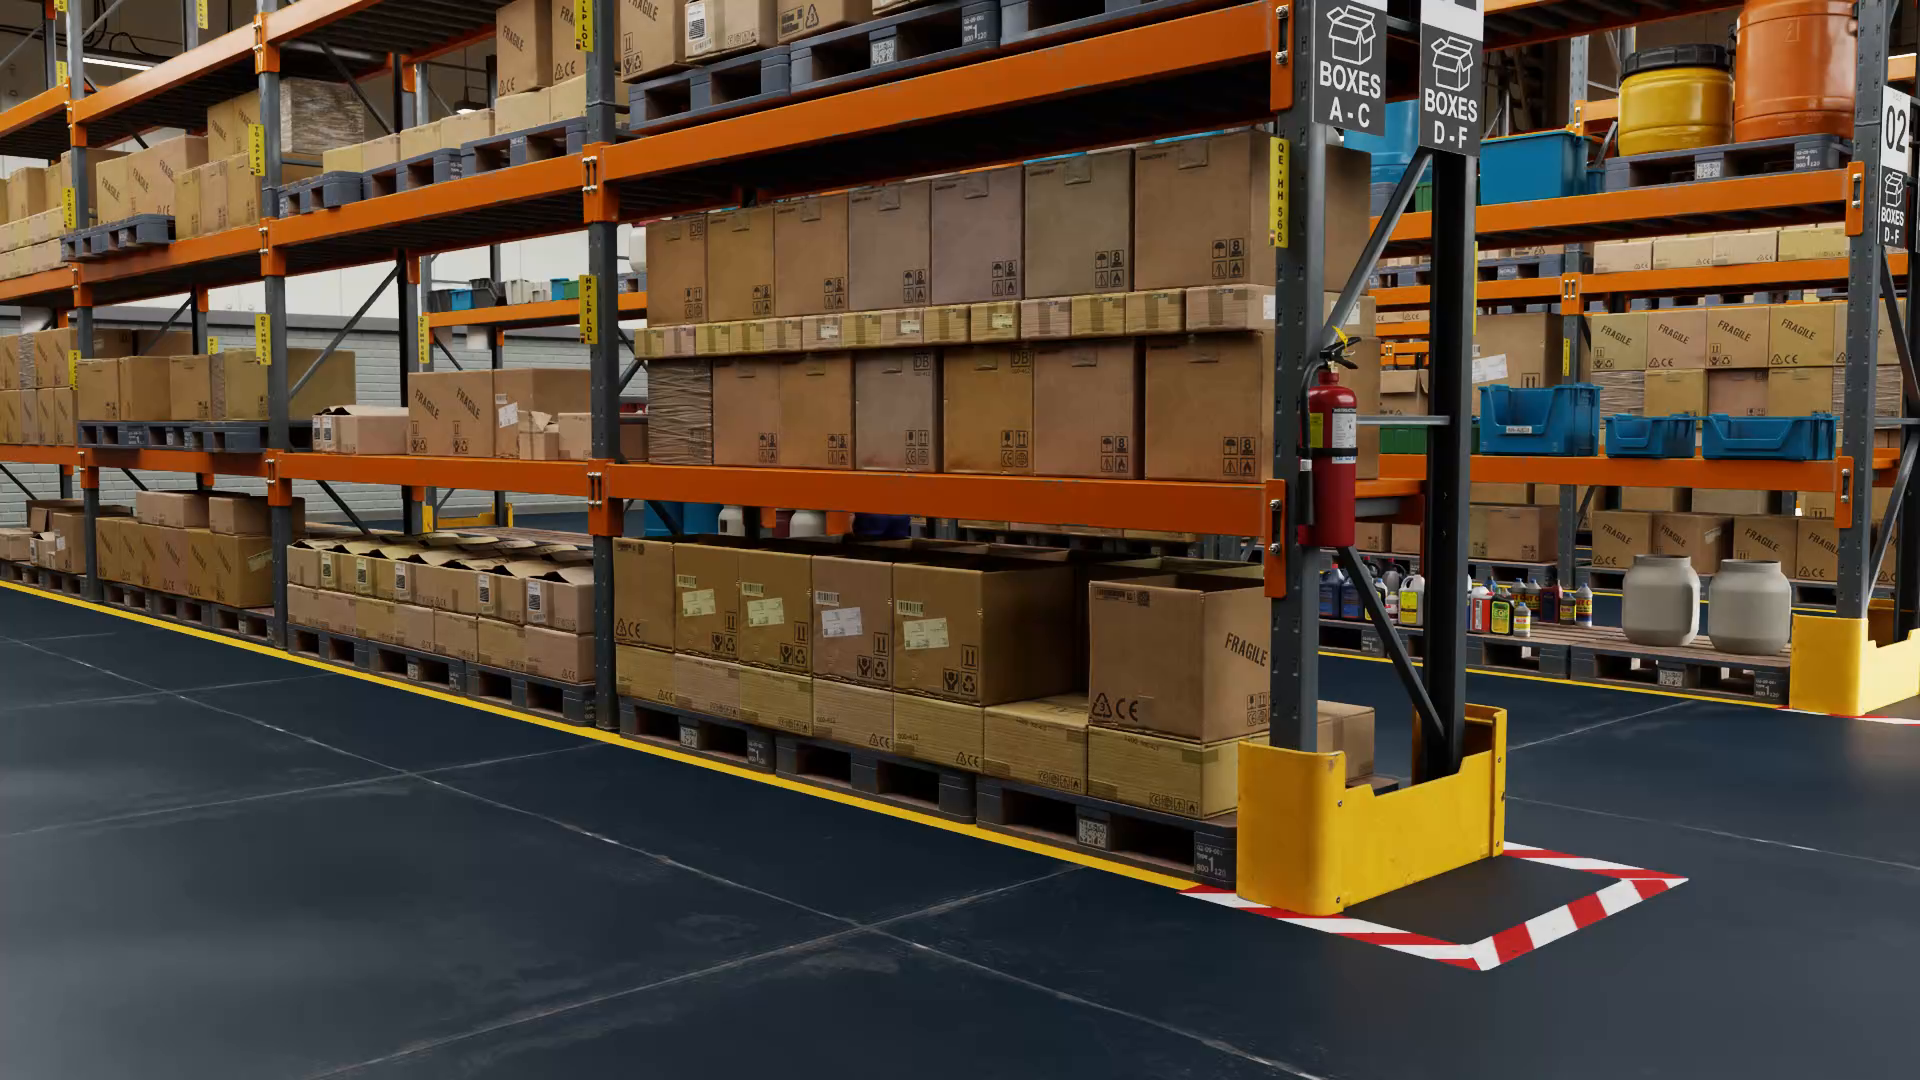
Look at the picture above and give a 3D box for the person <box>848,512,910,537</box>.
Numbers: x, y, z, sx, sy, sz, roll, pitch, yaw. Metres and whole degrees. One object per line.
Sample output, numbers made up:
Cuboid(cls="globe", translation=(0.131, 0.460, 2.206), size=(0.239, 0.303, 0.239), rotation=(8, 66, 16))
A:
Cuboid(cls="person", translation=(-0.581, -0.151, 11.632), size=(0.588, 1.663, 0.351), rotation=(-4, 6, -43))
